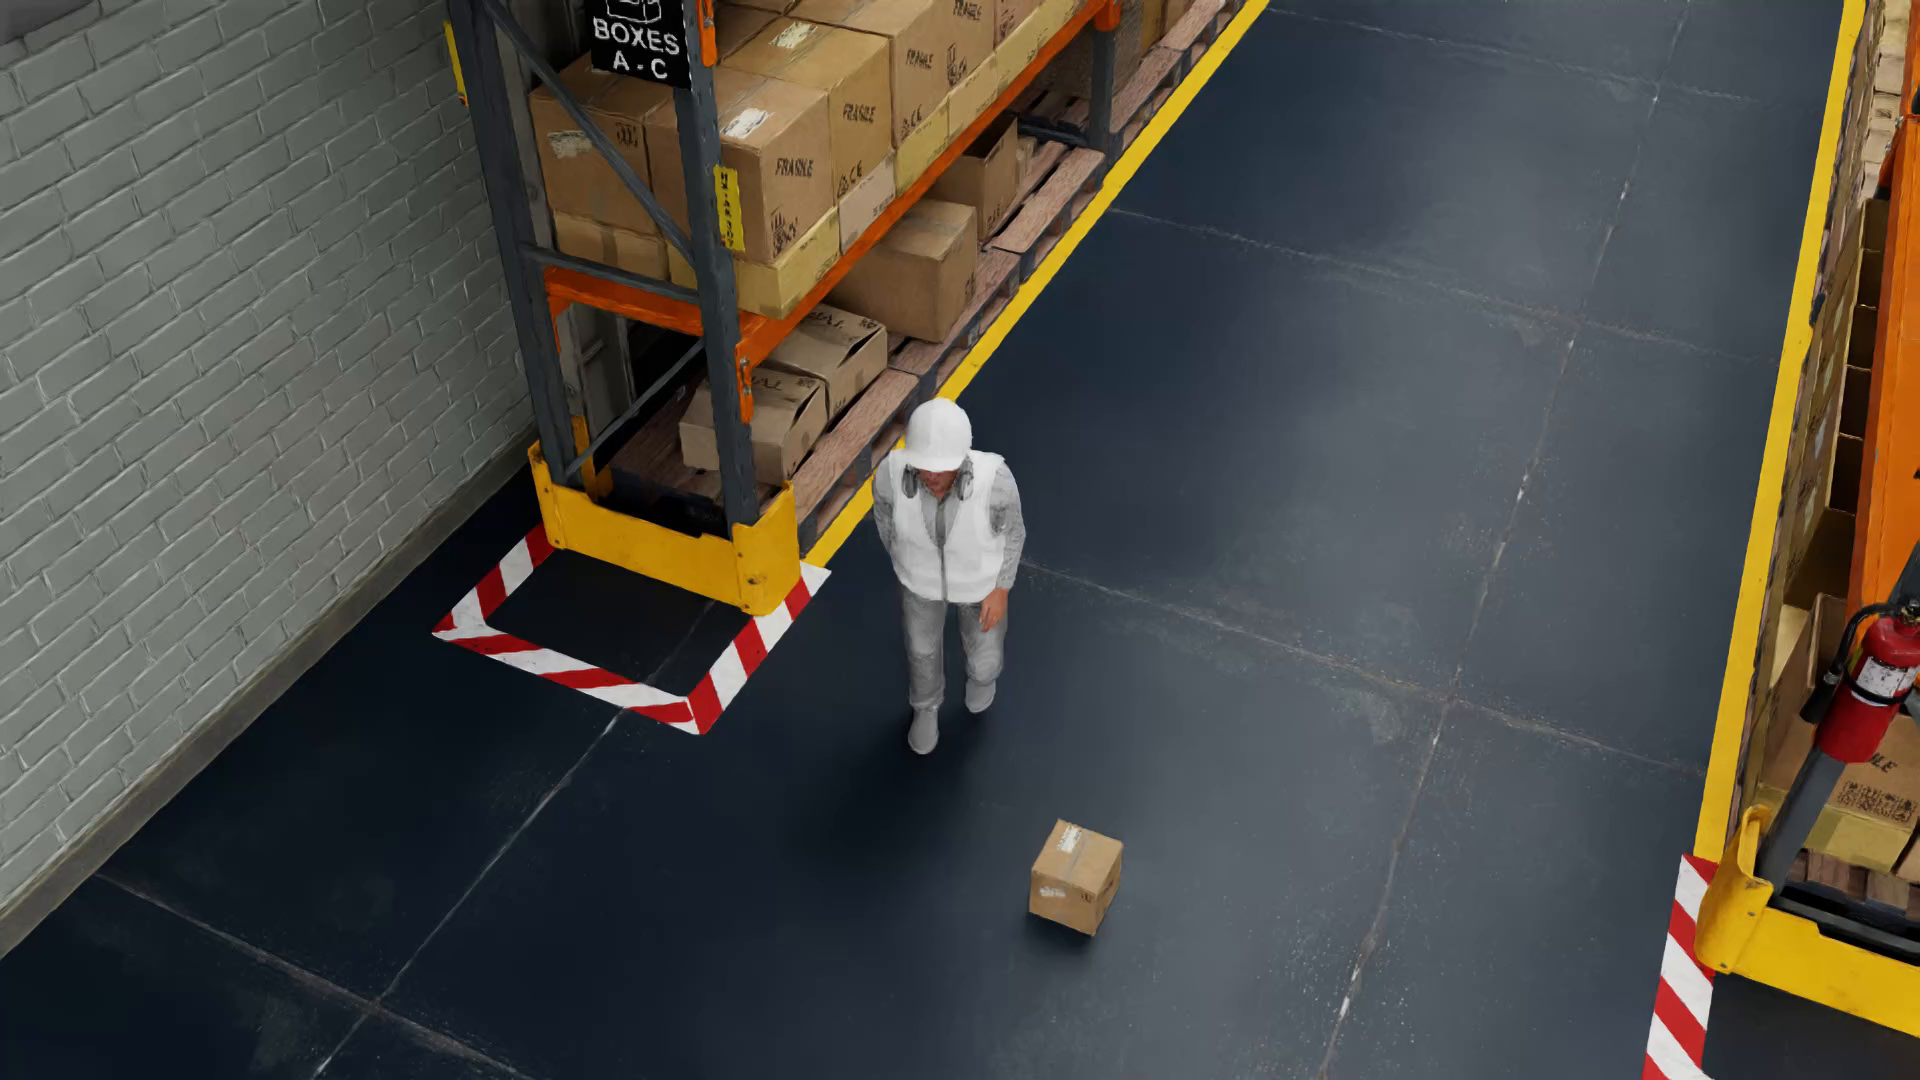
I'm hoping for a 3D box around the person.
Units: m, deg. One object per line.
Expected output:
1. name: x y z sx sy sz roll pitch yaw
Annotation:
1. person: -0.037 0.116 6.020 0.546 1.751 0.670 5 42 5
